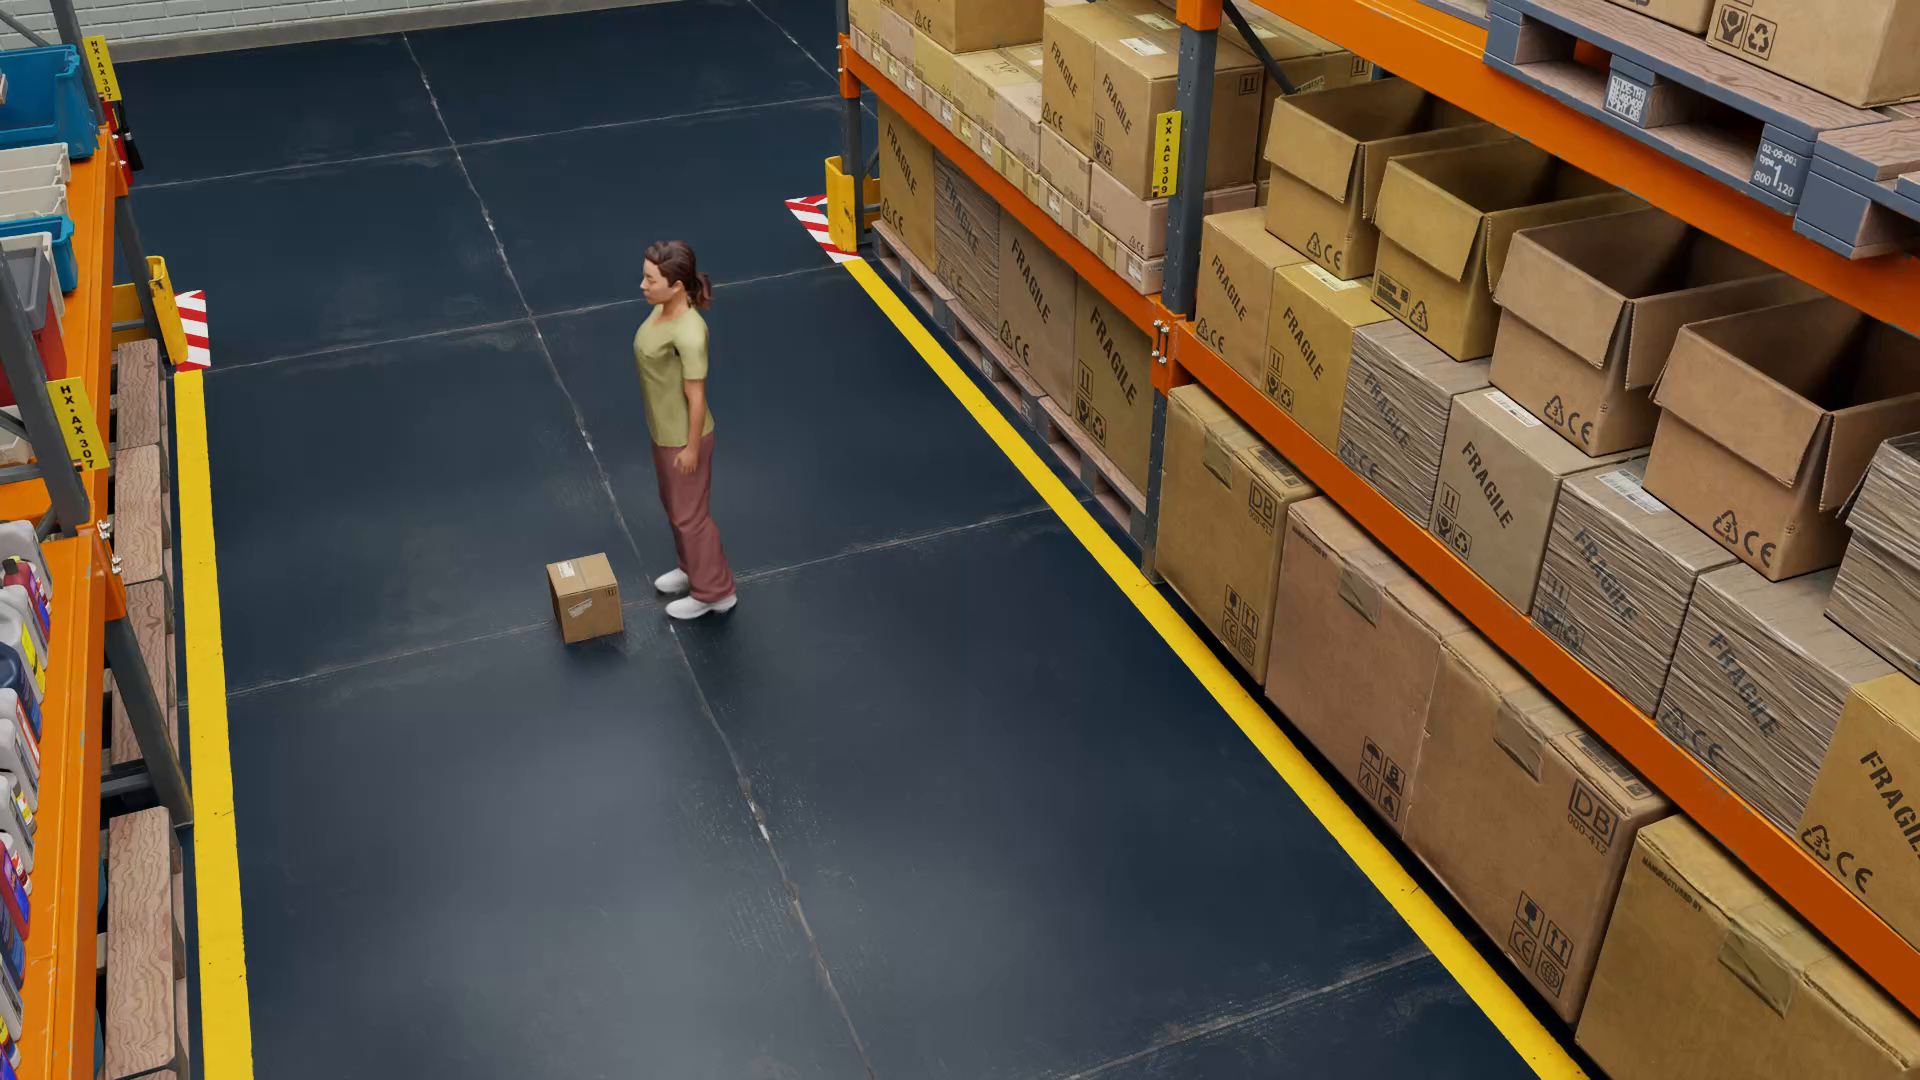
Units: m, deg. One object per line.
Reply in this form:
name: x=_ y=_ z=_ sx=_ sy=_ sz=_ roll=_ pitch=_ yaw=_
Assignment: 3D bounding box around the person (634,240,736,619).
person: x=-1.130 y=-0.444 z=6.818 sx=0.357 sy=1.667 sz=0.439 roll=-12 pitch=36 yaw=-18
